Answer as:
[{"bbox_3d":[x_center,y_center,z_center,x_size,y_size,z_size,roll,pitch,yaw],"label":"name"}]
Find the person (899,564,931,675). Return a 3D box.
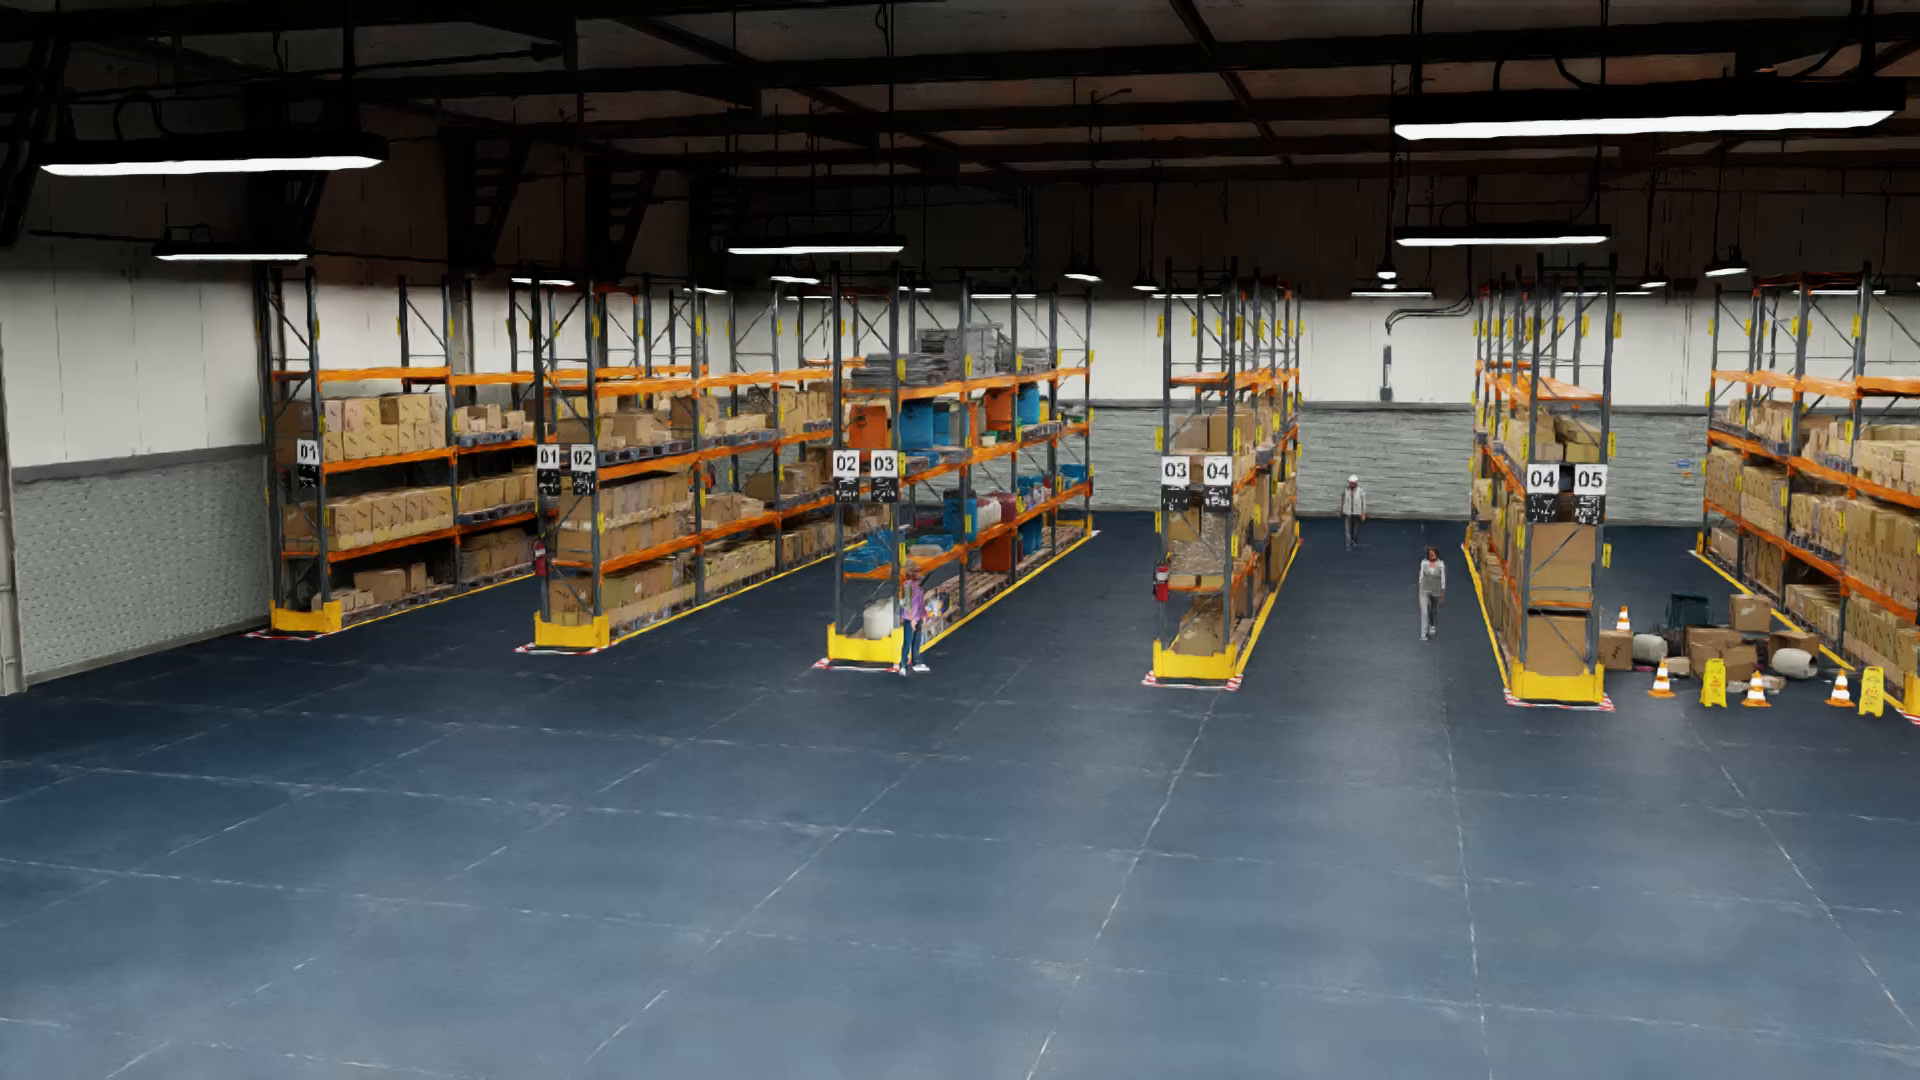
[{"bbox_3d":[-0.685,1.142,24.130,0.345,1.600,0.578,3,8,24],"label":"person"}]

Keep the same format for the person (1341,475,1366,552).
[{"bbox_3d":[8.906,-0.621,37.628,0.555,1.724,1.029,2,7,13],"label":"person"}]

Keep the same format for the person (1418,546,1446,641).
[{"bbox_3d":[7.633,0.832,26.891,0.415,1.517,1.041,2,7,12],"label":"person"}]

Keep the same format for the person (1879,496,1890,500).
[{"bbox_3d":[17.815,0.021,32.219,0.577,1.783,0.662,7,10,43],"label":"person"}]
